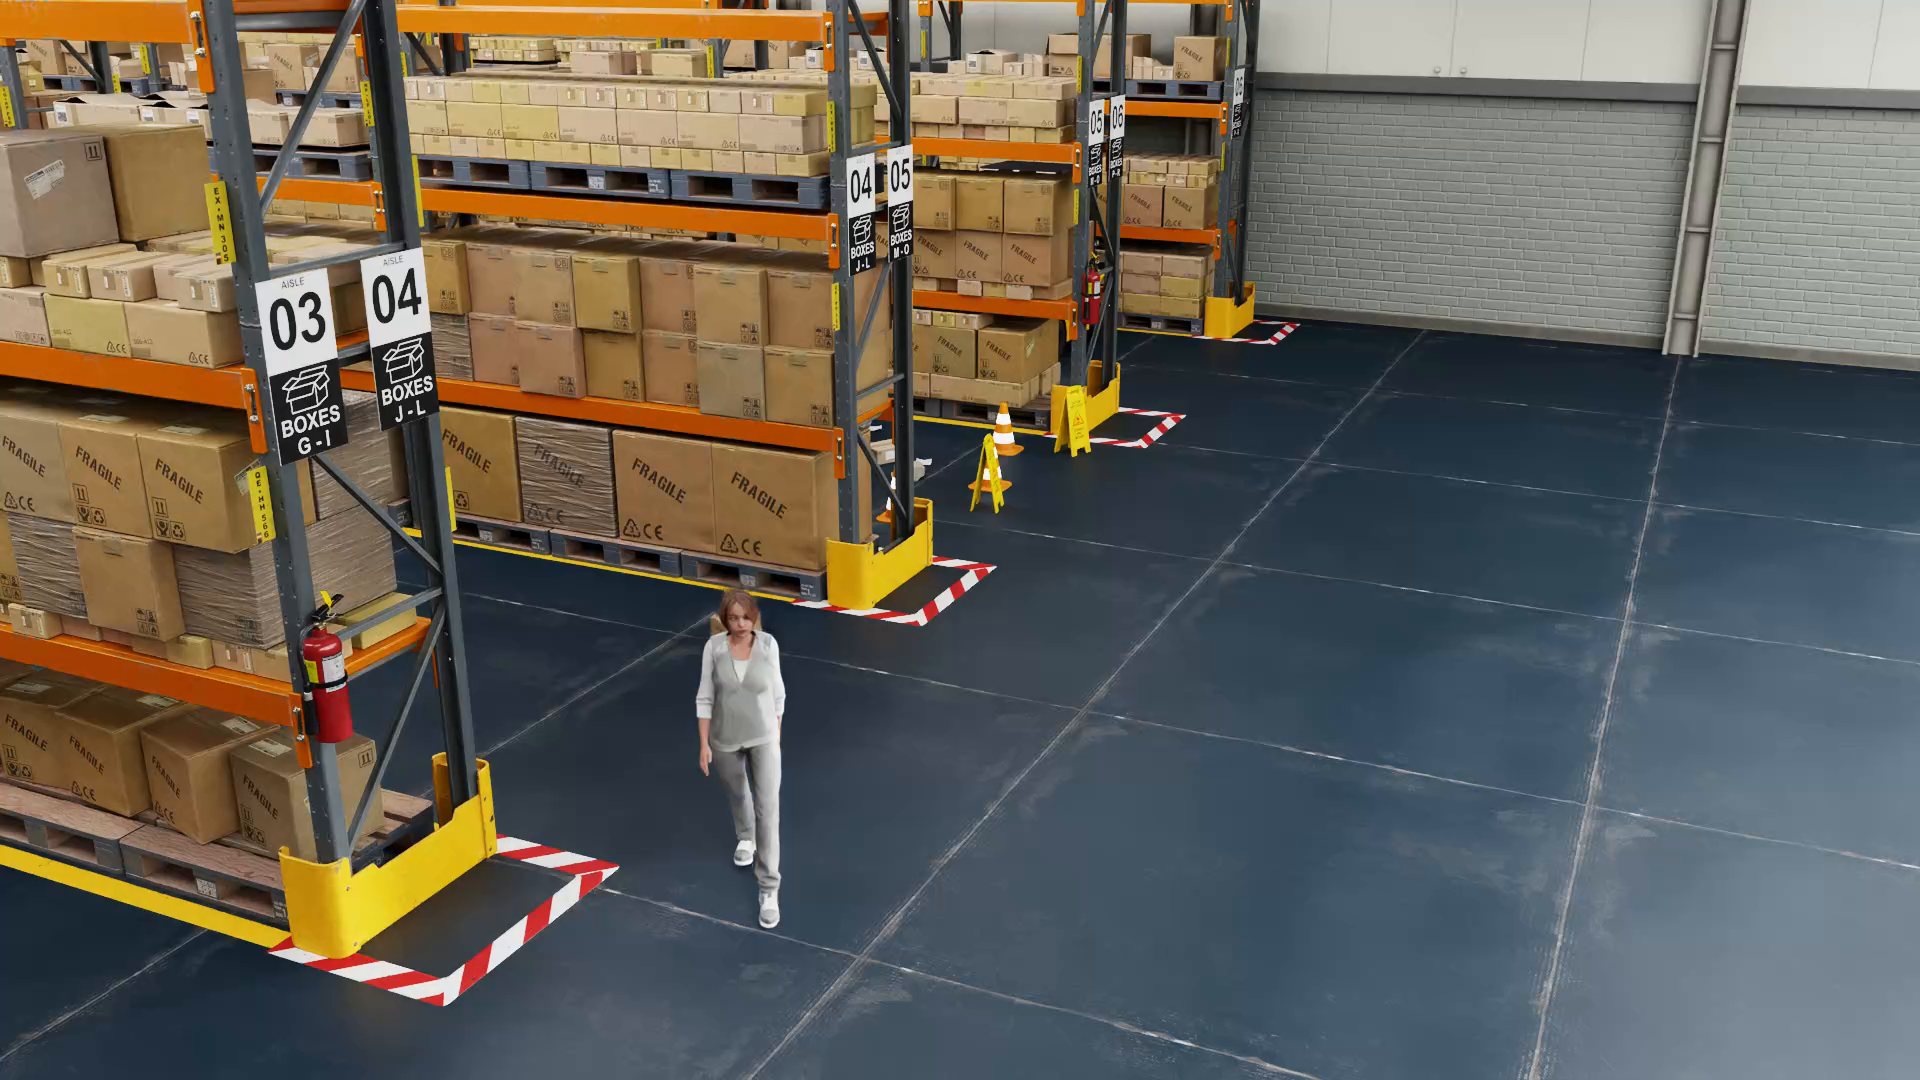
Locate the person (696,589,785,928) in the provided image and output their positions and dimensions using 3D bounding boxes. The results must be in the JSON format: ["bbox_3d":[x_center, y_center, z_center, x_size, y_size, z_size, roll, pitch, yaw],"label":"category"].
[{"bbox_3d":[-1.073,1.011,8.158,0.426,1.557,0.866,-1,19,-3],"label":"person"}]
